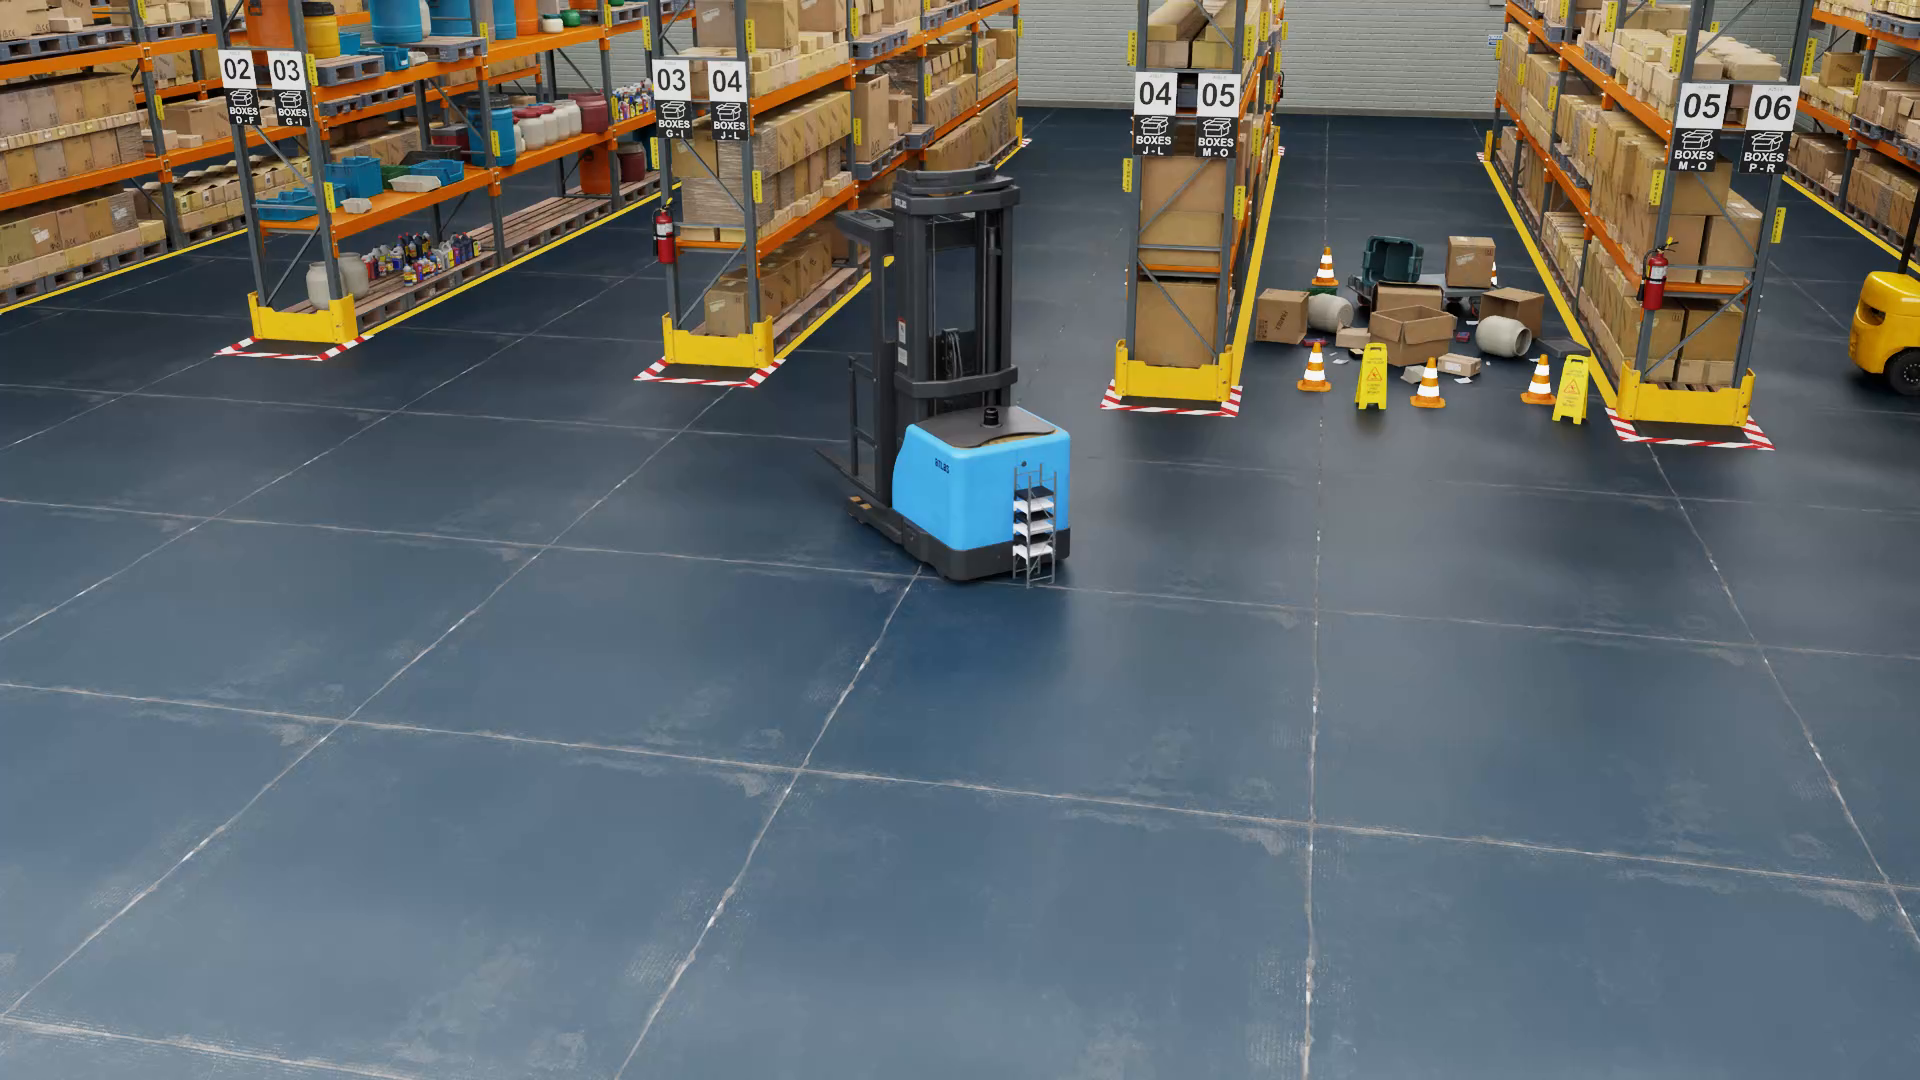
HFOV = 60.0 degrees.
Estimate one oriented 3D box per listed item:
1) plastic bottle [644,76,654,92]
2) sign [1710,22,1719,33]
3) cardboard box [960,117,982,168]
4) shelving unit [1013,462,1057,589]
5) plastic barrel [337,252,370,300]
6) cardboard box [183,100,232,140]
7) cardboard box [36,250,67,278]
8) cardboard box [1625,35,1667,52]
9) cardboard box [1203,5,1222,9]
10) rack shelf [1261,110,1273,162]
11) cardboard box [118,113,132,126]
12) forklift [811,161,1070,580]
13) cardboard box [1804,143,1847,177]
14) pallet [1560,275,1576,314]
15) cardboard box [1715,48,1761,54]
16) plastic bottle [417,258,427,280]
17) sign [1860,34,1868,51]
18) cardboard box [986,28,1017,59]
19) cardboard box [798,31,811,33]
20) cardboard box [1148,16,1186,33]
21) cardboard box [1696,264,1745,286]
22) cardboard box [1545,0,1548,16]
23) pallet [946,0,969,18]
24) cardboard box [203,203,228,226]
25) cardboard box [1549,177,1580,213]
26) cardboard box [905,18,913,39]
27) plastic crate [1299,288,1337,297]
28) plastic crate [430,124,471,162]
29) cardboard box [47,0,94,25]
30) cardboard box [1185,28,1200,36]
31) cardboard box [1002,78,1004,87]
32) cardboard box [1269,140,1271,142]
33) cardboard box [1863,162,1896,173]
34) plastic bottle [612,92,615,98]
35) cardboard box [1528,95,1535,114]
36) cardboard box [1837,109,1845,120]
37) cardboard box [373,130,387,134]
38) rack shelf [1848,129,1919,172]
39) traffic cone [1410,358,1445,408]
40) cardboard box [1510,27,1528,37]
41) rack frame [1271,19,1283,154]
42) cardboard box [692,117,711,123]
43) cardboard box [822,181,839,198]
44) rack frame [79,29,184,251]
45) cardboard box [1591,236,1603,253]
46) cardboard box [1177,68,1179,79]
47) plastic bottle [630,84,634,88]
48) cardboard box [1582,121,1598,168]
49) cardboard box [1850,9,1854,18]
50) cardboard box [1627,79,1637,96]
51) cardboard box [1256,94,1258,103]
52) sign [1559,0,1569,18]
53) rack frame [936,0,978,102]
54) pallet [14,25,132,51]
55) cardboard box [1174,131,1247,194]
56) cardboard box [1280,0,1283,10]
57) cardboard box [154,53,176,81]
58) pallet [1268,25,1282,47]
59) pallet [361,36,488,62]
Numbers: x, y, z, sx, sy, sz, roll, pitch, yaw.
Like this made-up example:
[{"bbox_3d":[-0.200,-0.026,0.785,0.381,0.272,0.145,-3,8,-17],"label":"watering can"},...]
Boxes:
[{"bbox_3d":[-5.444,-7.943,29.127,0.144,0.351,0.185,4,22,11],"label":"plastic bottle"},{"bbox_3d":[8.404,-5.619,18.583,0.100,0.325,0.005,4,22,11],"label":"sign"},{"bbox_3d":[-0.309,-6.681,28.209,1.225,0.875,0.875,5,22,11],"label":"cardboard box"},{"bbox_3d":[0.557,-0.106,12.413,0.258,0.900,0.210,-12,25,-27],"label":"shelving unit"},{"bbox_3d":[-7.333,-3.167,19.970,0.421,0.512,0.421,0,22,0],"label":"plastic barrel"},{"bbox_3d":[-11.145,-6.240,24.698,0.500,0.500,0.500,4,22,11],"label":"cardboard box"},{"bbox_3d":[-11.816,-3.540,21.246,0.500,0.250,0.500,4,22,11],"label":"cardboard box"},{"bbox_3d":[7.320,-5.293,17.735,0.380,0.149,0.250,4,22,11],"label":"cardboard box"},{"bbox_3d":[3.251,-6.802,21.635,0.500,0.311,0.500,4,22,10],"label":"cardboard box"},{"bbox_3d":[4.229,-6.227,25.763,1.077,0.370,4.000,4,22,11],"label":"rack shelf"},{"bbox_3d":[-11.426,-5.679,22.438,0.380,0.149,0.250,4,22,10],"label":"cardboard box"},{"bbox_3d":[-0.305,-1.566,13.318,1.130,2.935,3.031,-12,25,-27],"label":"forklift"},{"bbox_3d":[14.544,-6.361,27.917,0.500,0.500,0.500,5,22,12],"label":"cardboard box"},{"bbox_3d":[8.029,-3.018,20.564,1.003,0.211,1.213,4,22,11],"label":"pallet"},{"bbox_3d":[7.689,-4.776,16.451,0.380,0.149,0.250,5,22,12],"label":"cardboard box"},{"bbox_3d":[-6.750,-3.399,20.842,0.097,0.271,0.097,0,22,0],"label":"plastic bottle"},{"bbox_3d":[15.719,-8.672,28.898,0.100,0.325,0.005,4,22,11],"label":"sign"},{"bbox_3d":[0.776,-9.388,31.448,0.500,0.500,0.500,5,22,12],"label":"cardboard box"},{"bbox_3d":[-1.758,-6.057,20.029,0.380,0.149,0.250,5,22,12],"label":"cardboard box"},{"bbox_3d":[2.081,-5.218,16.853,0.380,0.149,0.250,5,22,12],"label":"cardboard box"},{"bbox_3d":[7.327,-2.555,16.019,0.380,0.149,0.250,5,22,11],"label":"cardboard box"},{"bbox_3d":[8.788,-7.834,24.393,0.396,0.266,0.258,6,23,15],"label":"cardboard box"},{"bbox_3d":[-0.337,-8.671,27.109,0.805,0.209,1.217,4,22,9],"label":"pallet"},{"bbox_3d":[-11.097,-4.773,24.308,0.500,0.250,0.500,5,22,12],"label":"cardboard box"},{"bbox_3d":[8.910,-4.945,23.898,0.875,0.875,0.875,4,22,10],"label":"cardboard box"},{"bbox_3d":[-0.959,-7.191,23.380,0.500,0.250,0.500,4,22,11],"label":"cardboard box"},{"bbox_3d":[4.252,-2.925,20.289,0.450,0.188,0.662,7,21,42],"label":"plastic crate"},{"bbox_3d":[-6.880,-5.389,22.634,0.402,0.464,0.583,4,22,11],"label":"plastic crate"},{"bbox_3d":[-11.888,-7.072,21.998,0.500,0.500,0.500,6,23,15],"label":"cardboard box"},{"bbox_3d":[2.221,-5.171,17.270,0.500,0.250,0.500,4,22,11],"label":"cardboard box"},{"bbox_3d":[0.609,-8.430,30.606,0.380,0.149,0.250,5,22,11],"label":"cardboard box"},{"bbox_3d":[5.357,-7.078,29.769,0.380,0.149,0.250,6,23,14],"label":"cardboard box"},{"bbox_3d":[14.049,-5.693,25.390,0.380,0.149,0.250,4,22,9],"label":"cardboard box"},{"bbox_3d":[-5.827,-7.369,27.702,0.144,0.351,0.185,4,22,11],"label":"plastic bottle"},{"bbox_3d":[8.930,-6.600,25.256,0.500,0.250,0.500,5,22,12],"label":"cardboard box"},{"bbox_3d":[14.243,-6.788,26.529,0.380,0.149,0.250,5,22,12],"label":"cardboard box"},{"bbox_3d":[-10.440,-6.972,29.407,0.500,0.500,0.500,5,22,12],"label":"cardboard box"},{"bbox_3d":[13.956,-5.510,23.982,1.077,0.370,4.000,4,22,11],"label":"rack shelf"},{"bbox_3d":[4.724,-1.602,16.713,0.336,0.463,0.334,4,22,11],"label":"traffic cone"},{"bbox_3d":[9.791,-8.832,28.927,0.380,0.149,0.250,4,22,9],"label":"cardboard box"},{"bbox_3d":[5.453,-8.755,31.077,1.000,3.000,0.127,4,22,11],"label":"rack frame"},{"bbox_3d":[-2.680,-4.370,18.319,0.500,0.500,0.500,4,22,11],"label":"cardboard box"},{"bbox_3d":[-1.698,-4.287,20.318,0.380,0.149,0.250,4,22,11],"label":"cardboard box"},{"bbox_3d":[-11.527,-5.538,23.090,1.000,3.000,0.127,4,22,11],"label":"rack frame"},{"bbox_3d":[7.402,-3.358,18.922,0.380,0.149,0.250,5,22,12],"label":"cardboard box"},{"bbox_3d":[1.977,-4.659,16.532,0.380,0.149,0.250,5,22,11],"label":"cardboard box"},{"bbox_3d":[-5.639,-7.711,28.657,0.097,0.271,0.097,0,22,0],"label":"plastic bottle"},{"bbox_3d":[7.841,-4.773,20.096,0.500,0.500,0.500,5,22,11],"label":"cardboard box"},{"bbox_3d":[14.402,-8.376,26.456,0.380,0.149,0.250,5,23,13],"label":"cardboard box"},{"bbox_3d":[7.219,-4.741,17.431,0.380,0.149,0.250,4,22,10],"label":"cardboard box"},{"bbox_3d":[4.157,-6.436,24.298,0.380,0.149,0.250,4,22,9],"label":"cardboard box"},{"bbox_3d":[8.146,-7.202,22.408,0.100,0.325,0.005,4,22,11],"label":"sign"},{"bbox_3d":[-0.198,-7.707,28.476,1.000,3.000,0.127,4,22,11],"label":"rack frame"},{"bbox_3d":[-11.676,-6.575,21.766,1.003,0.211,1.213,4,22,11],"label":"pallet"},{"bbox_3d":[2.571,-4.010,17.648,0.875,0.550,0.550,4,22,11],"label":"cardboard box"},{"bbox_3d":[5.209,-9.136,28.209,0.500,0.250,0.500,5,23,13],"label":"cardboard box"},{"bbox_3d":[-14.687,-8.658,30.278,0.500,0.500,0.500,5,22,11],"label":"cardboard box"},{"bbox_3d":[3.741,-6.894,22.693,1.213,0.211,1.003,6,23,13],"label":"pallet"},{"bbox_3d":[-6.731,-6.192,20.950,1.213,0.211,1.003,4,22,11],"label":"pallet"}]
